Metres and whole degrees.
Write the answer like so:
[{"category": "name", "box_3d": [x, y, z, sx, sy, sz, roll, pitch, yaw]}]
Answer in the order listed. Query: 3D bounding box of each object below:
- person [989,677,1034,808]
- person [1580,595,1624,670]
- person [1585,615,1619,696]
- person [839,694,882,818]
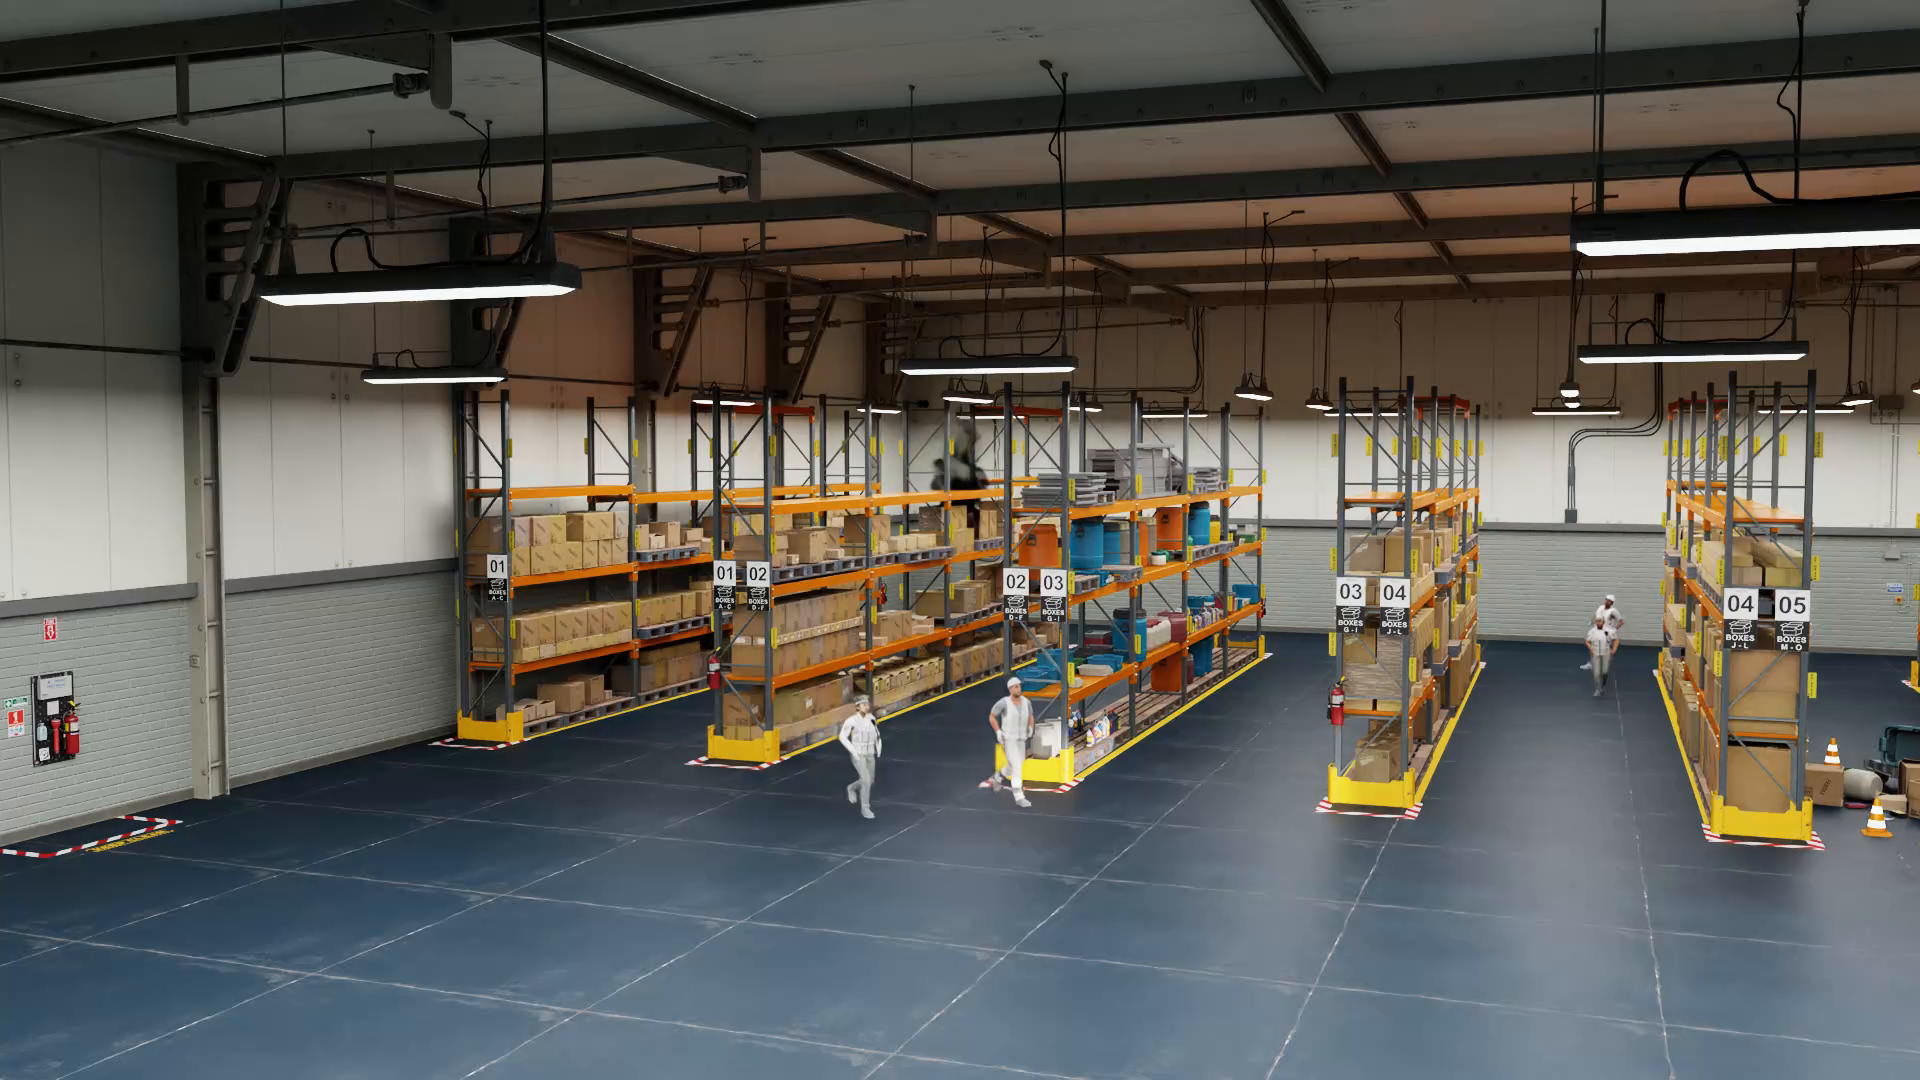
[{"category": "person", "box_3d": [0.761, 2.805, 23.374, 0.657, 1.769, 0.939, -2, 4, -32]}, {"category": "person", "box_3d": [14.425, 2.086, 37.411, 0.800, 1.712, 0.759, -1, 3, -16]}, {"category": "person", "box_3d": [12.952, 2.343, 33.601, 0.617, 1.629, 0.527, 2, 4, 28]}, {"category": "person", "box_3d": [-1.367, 2.928, 22.757, 0.642, 1.668, 0.659, -3, 4, -41]}]
